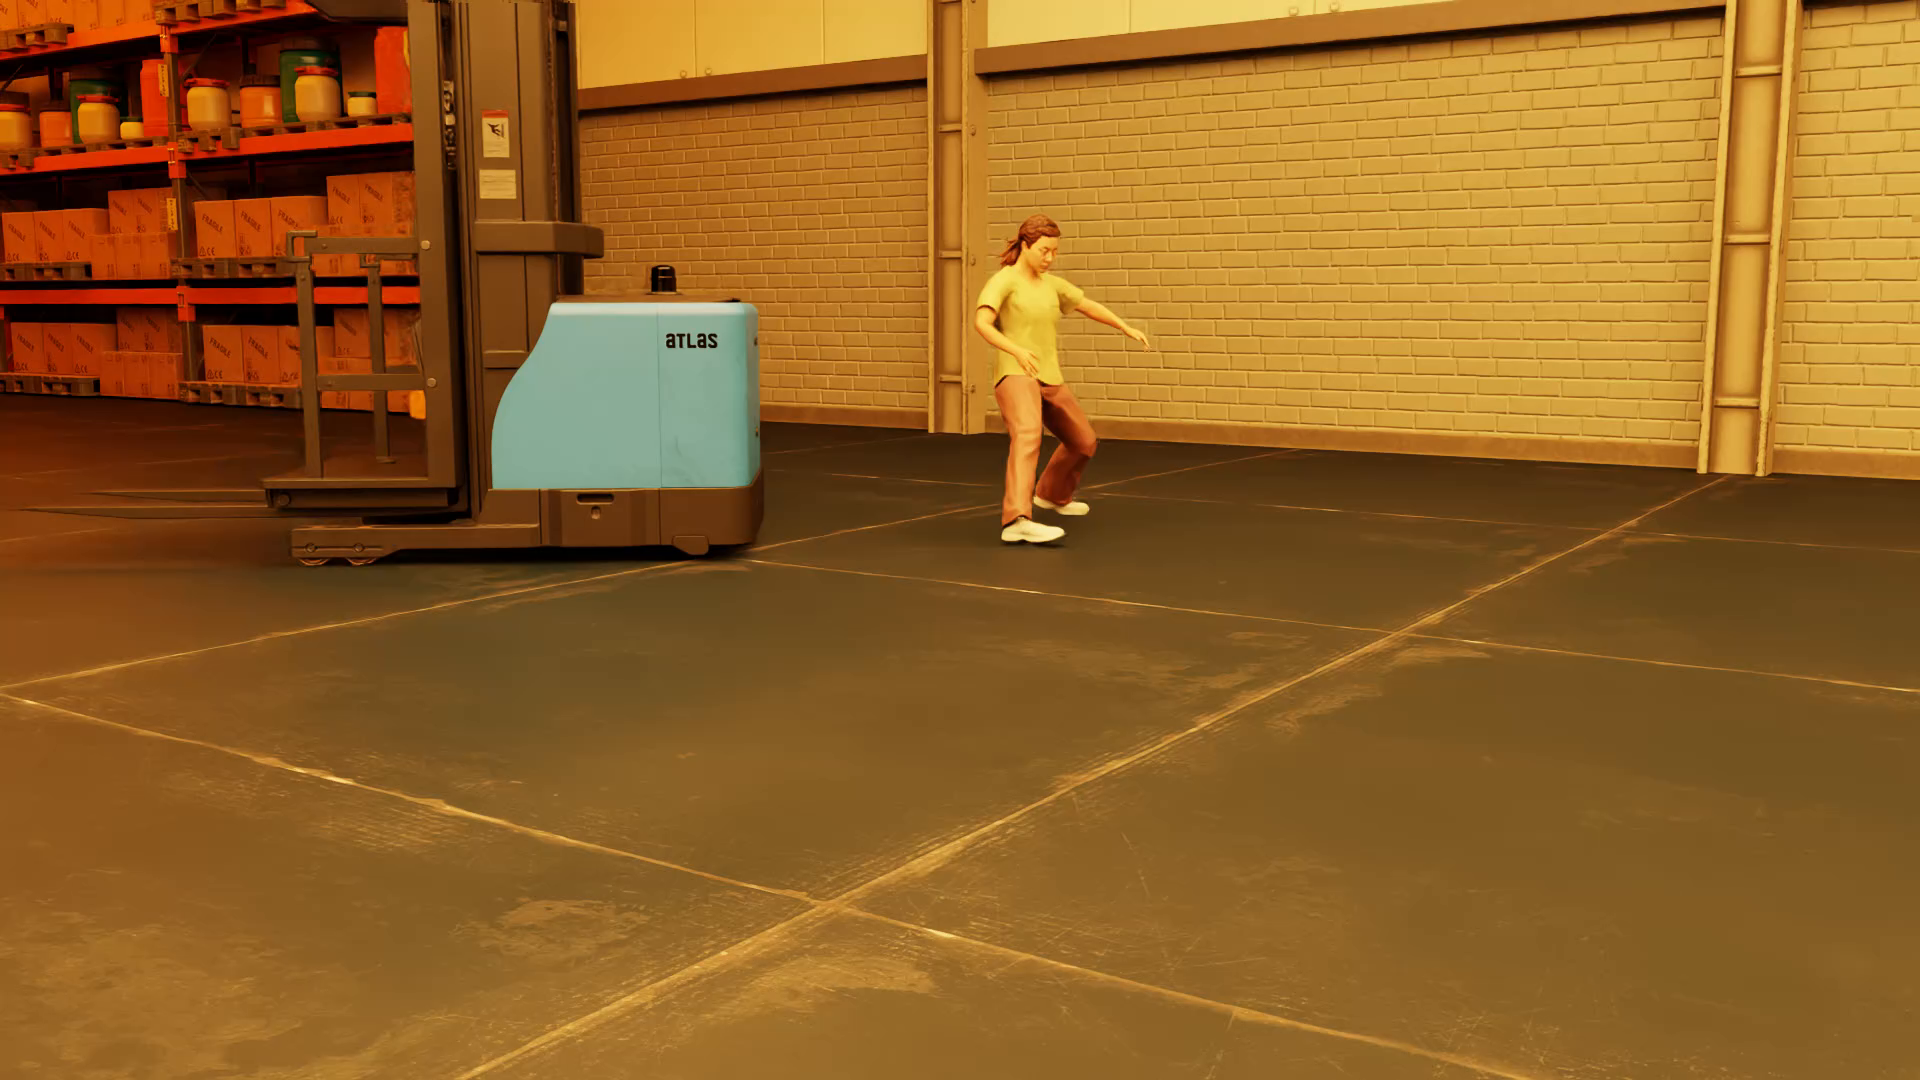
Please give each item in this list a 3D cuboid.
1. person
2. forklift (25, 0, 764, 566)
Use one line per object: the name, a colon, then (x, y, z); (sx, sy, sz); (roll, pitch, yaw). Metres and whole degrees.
person: (0.455, -0.784, 7.893); (1.099, 1.501, 0.962); (-7, 11, -41)
forklift: (-2.414, -1.420, 7.182); (3.031, 2.935, 1.130); (-1, 8, -4)
